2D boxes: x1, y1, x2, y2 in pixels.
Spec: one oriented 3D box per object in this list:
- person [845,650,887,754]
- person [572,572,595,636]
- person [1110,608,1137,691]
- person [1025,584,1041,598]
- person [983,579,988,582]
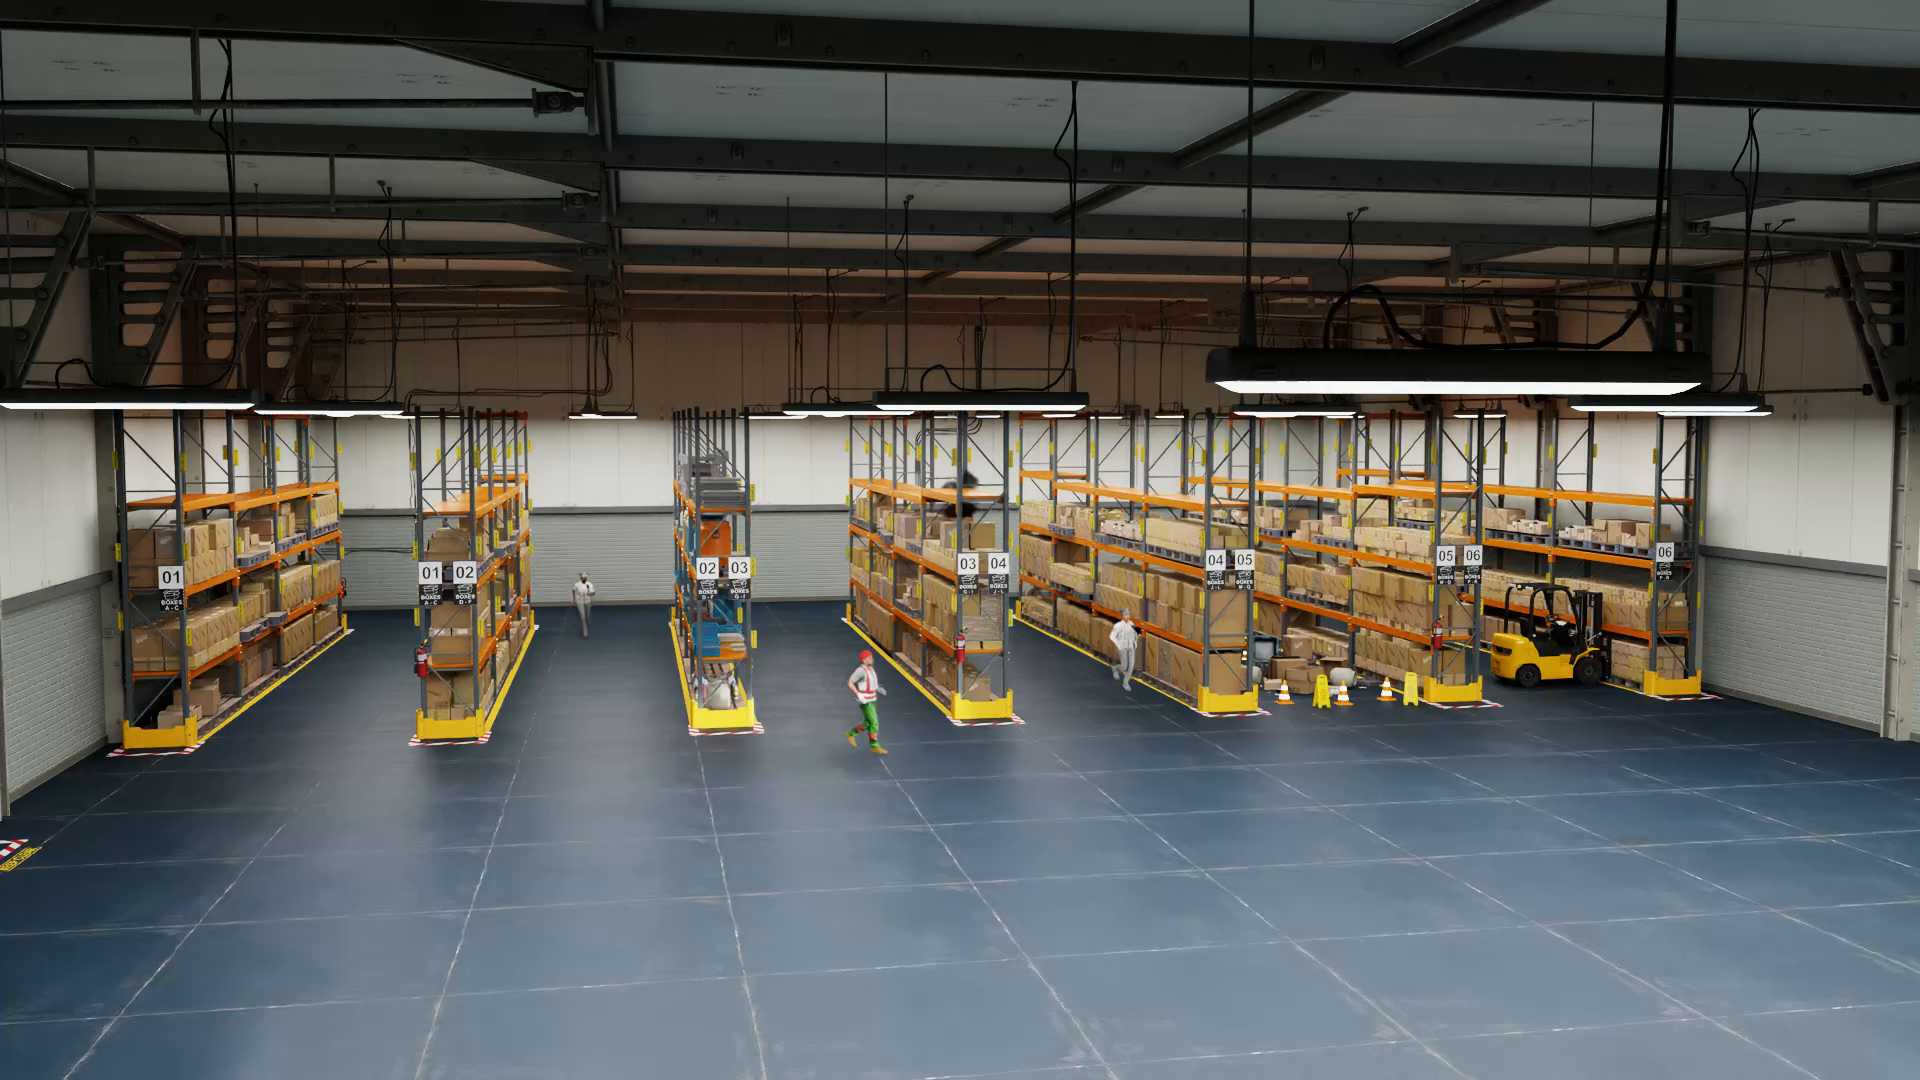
[{"bbox_3d":[-1.640,2.783,28.712,0.849,1.770,0.677,2,4,23],"label":"person"},{"bbox_3d":[-10.054,1.691,44.478,0.575,1.683,0.920,-2,4,-21],"label":"person"},{"bbox_3d":[3.363,2.209,34.013,0.625,1.678,0.587,-2,4,-23],"label":"person"},{"bbox_3d":[2.234,1.347,49.890,0.619,1.717,0.736,2,4,20],"label":"person"},{"bbox_3d":[0.601,1.473,47.625,0.702,1.787,0.760,1,4,9],"label":"person"}]
